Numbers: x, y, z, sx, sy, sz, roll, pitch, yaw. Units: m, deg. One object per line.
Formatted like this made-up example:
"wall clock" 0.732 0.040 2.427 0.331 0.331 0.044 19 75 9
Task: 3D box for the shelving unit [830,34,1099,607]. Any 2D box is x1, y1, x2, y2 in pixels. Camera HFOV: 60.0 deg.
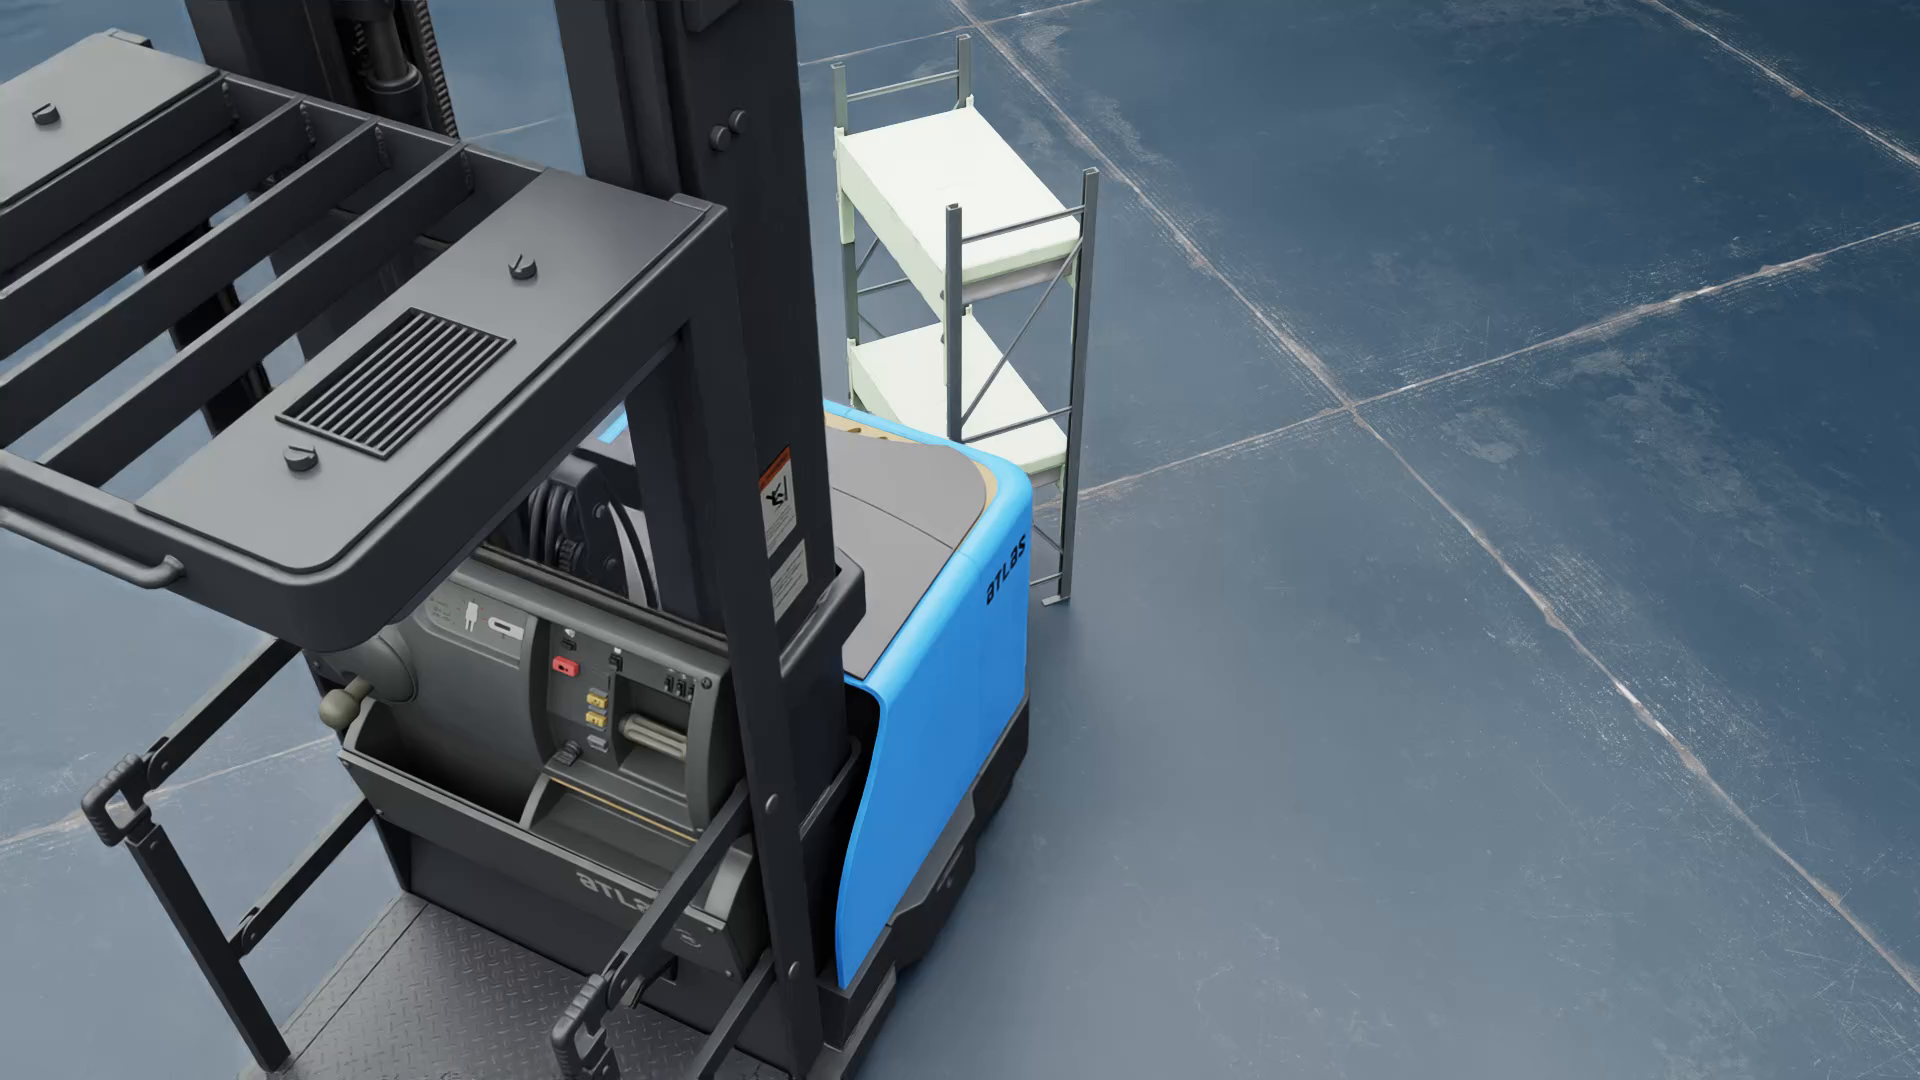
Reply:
"shelving unit" -0.003 -0.538 4.728 0.431 1.500 0.755 -18 47 -17

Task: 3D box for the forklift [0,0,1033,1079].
"forklift" -0.920 0.326 2.833 1.130 2.935 3.031 19 48 18

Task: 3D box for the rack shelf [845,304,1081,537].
"rack shelf" -0.003 -0.306 4.957 0.431 0.370 0.720 -18 47 -17

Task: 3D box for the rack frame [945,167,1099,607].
"rack frame" 0.151 -0.305 4.491 0.400 1.500 0.023 -18 47 -17

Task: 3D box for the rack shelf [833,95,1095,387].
"rack shelf" -0.003 -0.816 4.453 0.431 0.370 0.720 -18 47 -17

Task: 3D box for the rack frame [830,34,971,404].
"rack frame" -0.157 -0.771 4.964 0.400 1.500 0.023 -18 47 -17
